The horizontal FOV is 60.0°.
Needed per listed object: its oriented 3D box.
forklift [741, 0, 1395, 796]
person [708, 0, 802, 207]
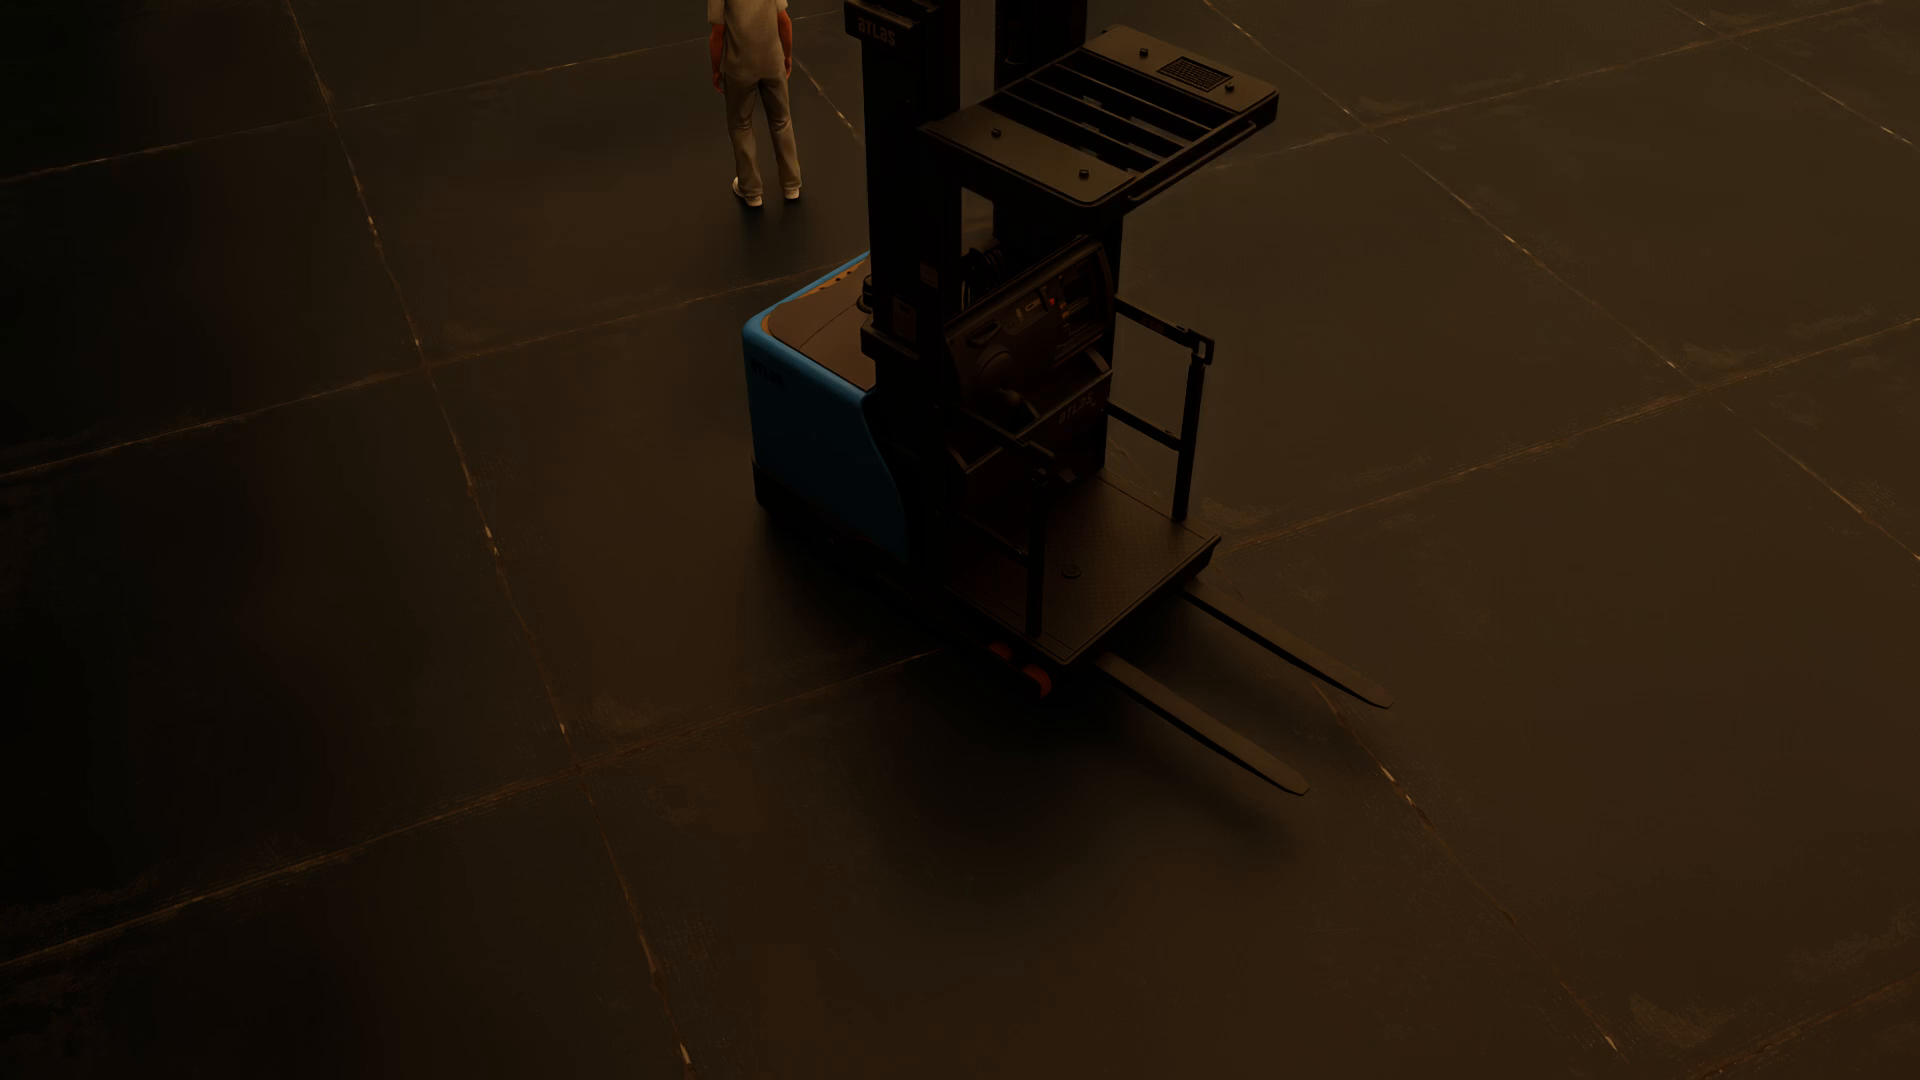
[{"bbox_3d":[0.445,-0.788,6.525,3.031,2.935,1.130,32,52,30],"label":"forklift"},{"bbox_3d":[-1.178,-2.700,9.498,0.507,1.671,0.365,-16,45,-16],"label":"person"}]
